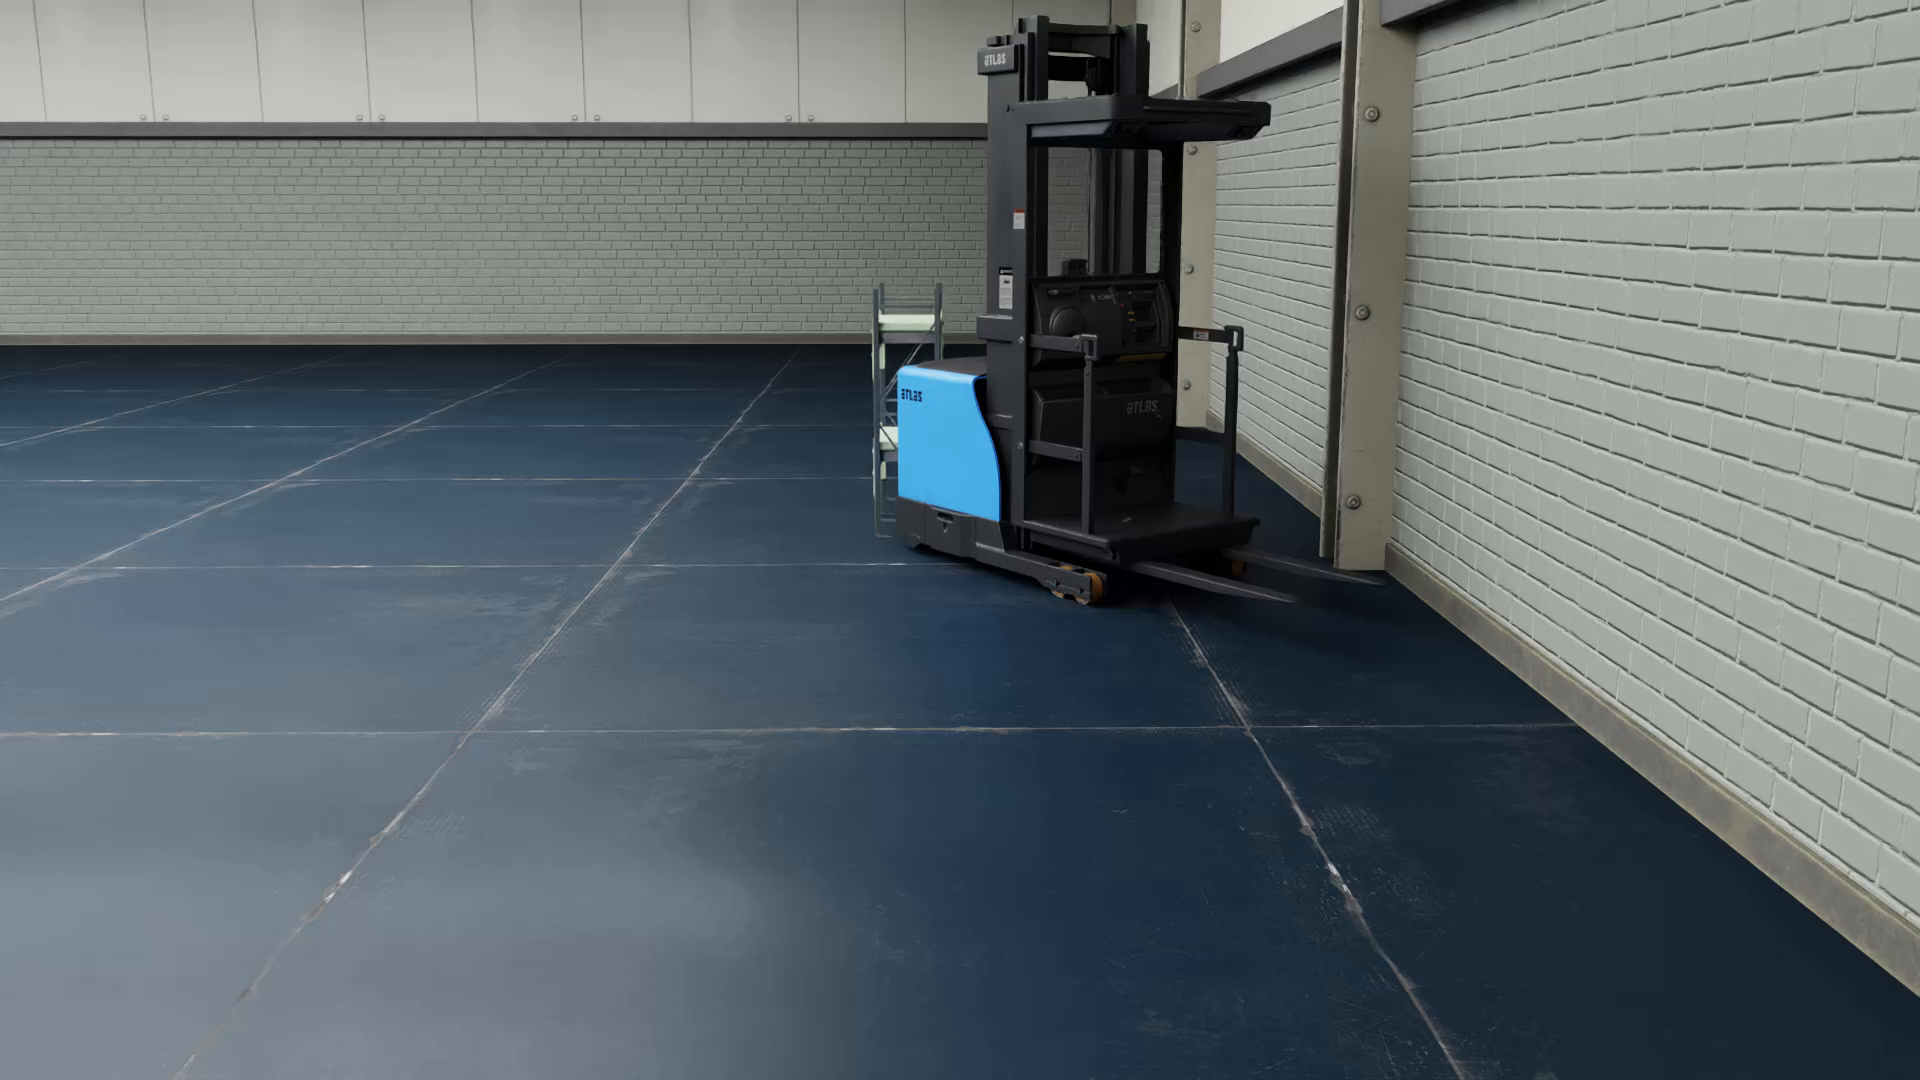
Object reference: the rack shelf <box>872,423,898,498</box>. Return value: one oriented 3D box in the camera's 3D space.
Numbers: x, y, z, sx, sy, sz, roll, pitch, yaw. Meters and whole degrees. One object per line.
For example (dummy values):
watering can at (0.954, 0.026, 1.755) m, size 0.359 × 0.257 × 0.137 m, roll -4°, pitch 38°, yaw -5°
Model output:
rack shelf at (-0.315, -0.507, 10.424) m, size 0.431 × 0.370 × 0.720 m, roll 0°, pitch 11°, yaw 0°

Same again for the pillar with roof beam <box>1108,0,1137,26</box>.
pillar with roof beam at (-2.315, -6.651, 20.212) m, size 9.100 × 9.000 × 0.400 m, roll 0°, pitch 11°, yaw -1°

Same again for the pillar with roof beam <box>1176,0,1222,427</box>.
pillar with roof beam at (-2.191, -5.459, 14.333) m, size 9.100 × 9.000 × 0.400 m, roll 0°, pitch 11°, yaw -1°

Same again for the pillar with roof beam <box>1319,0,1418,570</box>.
pillar with roof beam at (-2.067, -4.266, 8.454) m, size 9.100 × 9.000 × 0.400 m, roll 0°, pitch 11°, yaw -1°

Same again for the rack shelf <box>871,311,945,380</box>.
rack shelf at (-0.315, -1.209, 10.282) m, size 0.431 × 0.370 × 0.720 m, roll 0°, pitch 11°, yaw 0°

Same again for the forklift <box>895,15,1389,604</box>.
forklift at (0.890, -1.218, 8.690) m, size 1.130 × 2.935 × 3.031 m, roll -8°, pitch 14°, yaw -35°

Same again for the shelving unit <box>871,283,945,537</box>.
shelving unit at (-0.315, -0.826, 10.359) m, size 0.431 × 1.500 × 0.755 m, roll 0°, pitch 11°, yaw 0°

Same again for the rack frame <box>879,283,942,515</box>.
rack frame at (-0.313, -0.899, 10.718) m, size 0.400 × 1.500 × 0.023 m, roll 0°, pitch 11°, yaw 0°

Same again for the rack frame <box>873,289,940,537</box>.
rack frame at (-0.317, -0.753, 10.001) m, size 0.400 × 1.500 × 0.023 m, roll 0°, pitch 11°, yaw 0°
